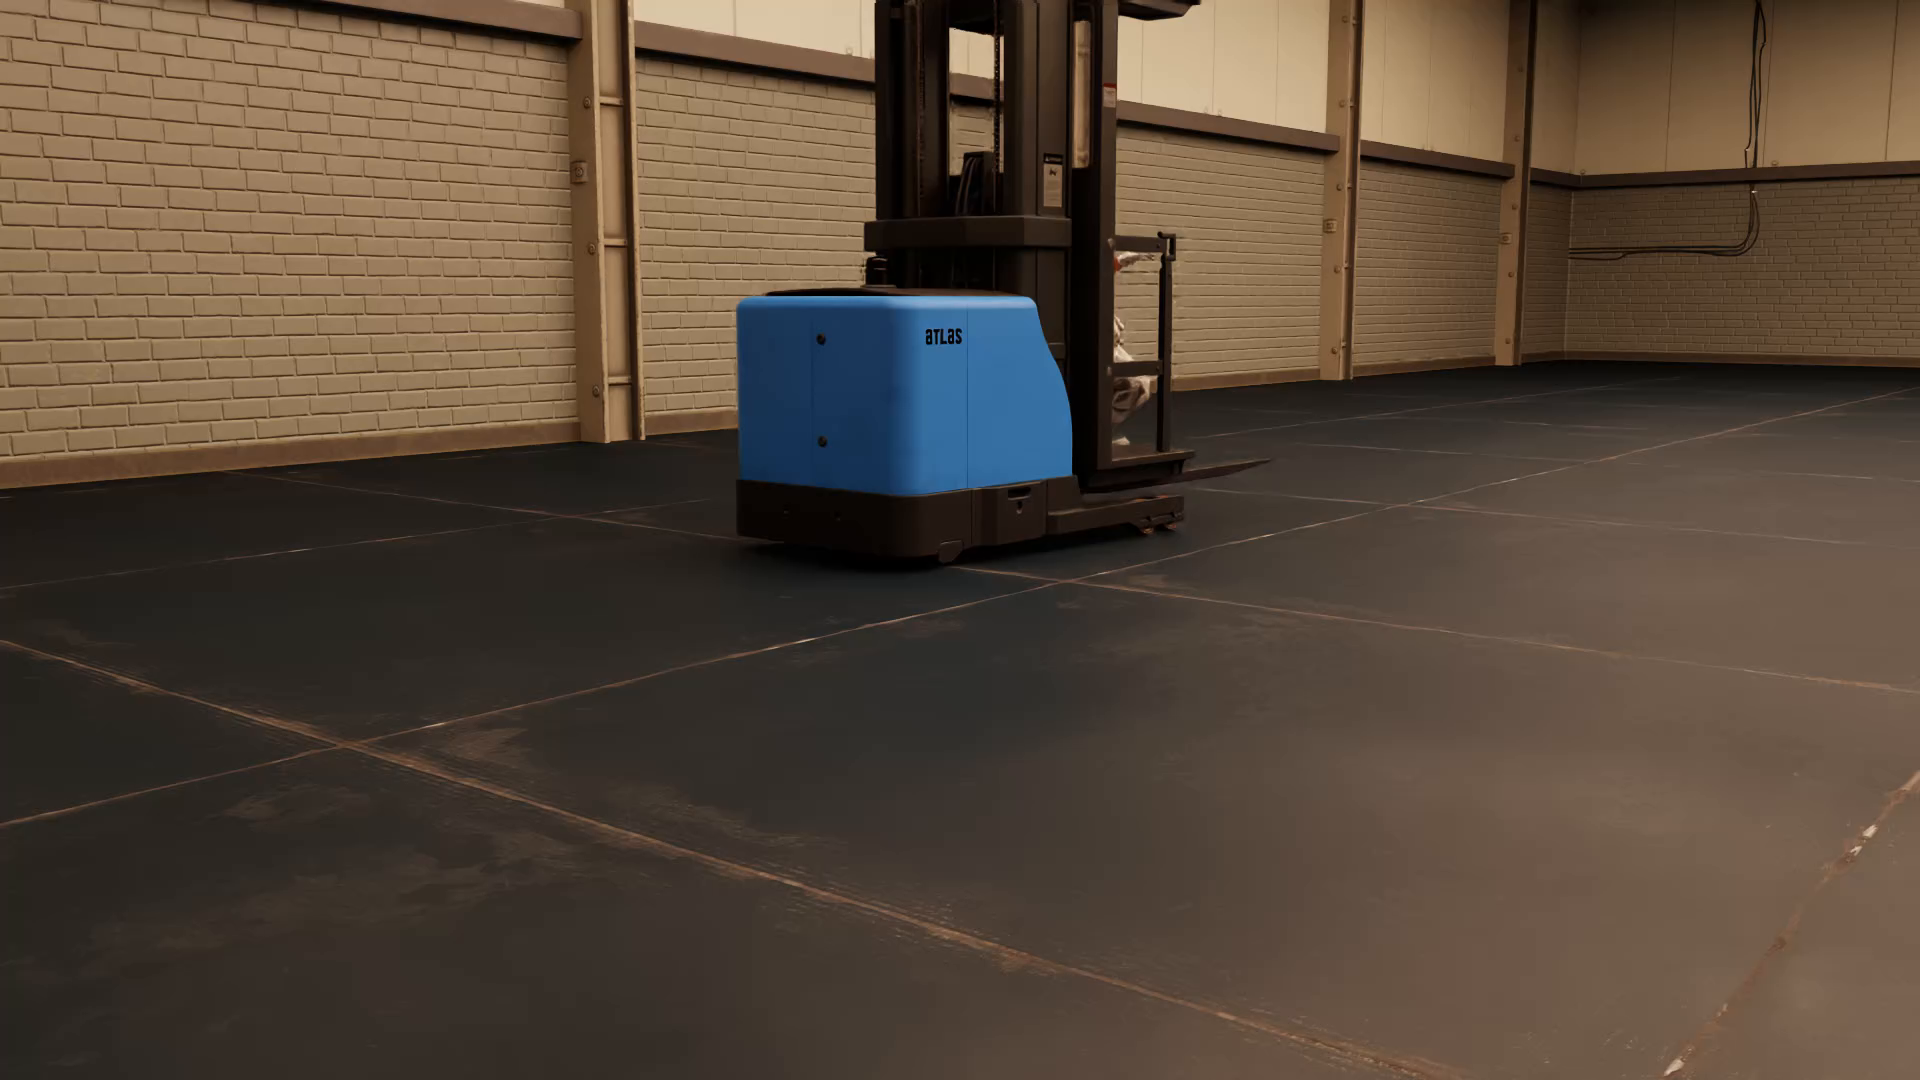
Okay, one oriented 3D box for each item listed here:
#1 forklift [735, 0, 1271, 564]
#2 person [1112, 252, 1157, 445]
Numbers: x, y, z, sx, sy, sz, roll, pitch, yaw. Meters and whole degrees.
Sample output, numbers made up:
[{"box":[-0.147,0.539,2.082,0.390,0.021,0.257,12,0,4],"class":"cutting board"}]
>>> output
[{"box":[0.394,-1.520,7.667,1.130,2.935,3.031,7,11,40],"class":"forklift"},{"box":[0.622,-1.006,8.628,0.840,1.563,0.938,-2,9,-16],"class":"person"}]
